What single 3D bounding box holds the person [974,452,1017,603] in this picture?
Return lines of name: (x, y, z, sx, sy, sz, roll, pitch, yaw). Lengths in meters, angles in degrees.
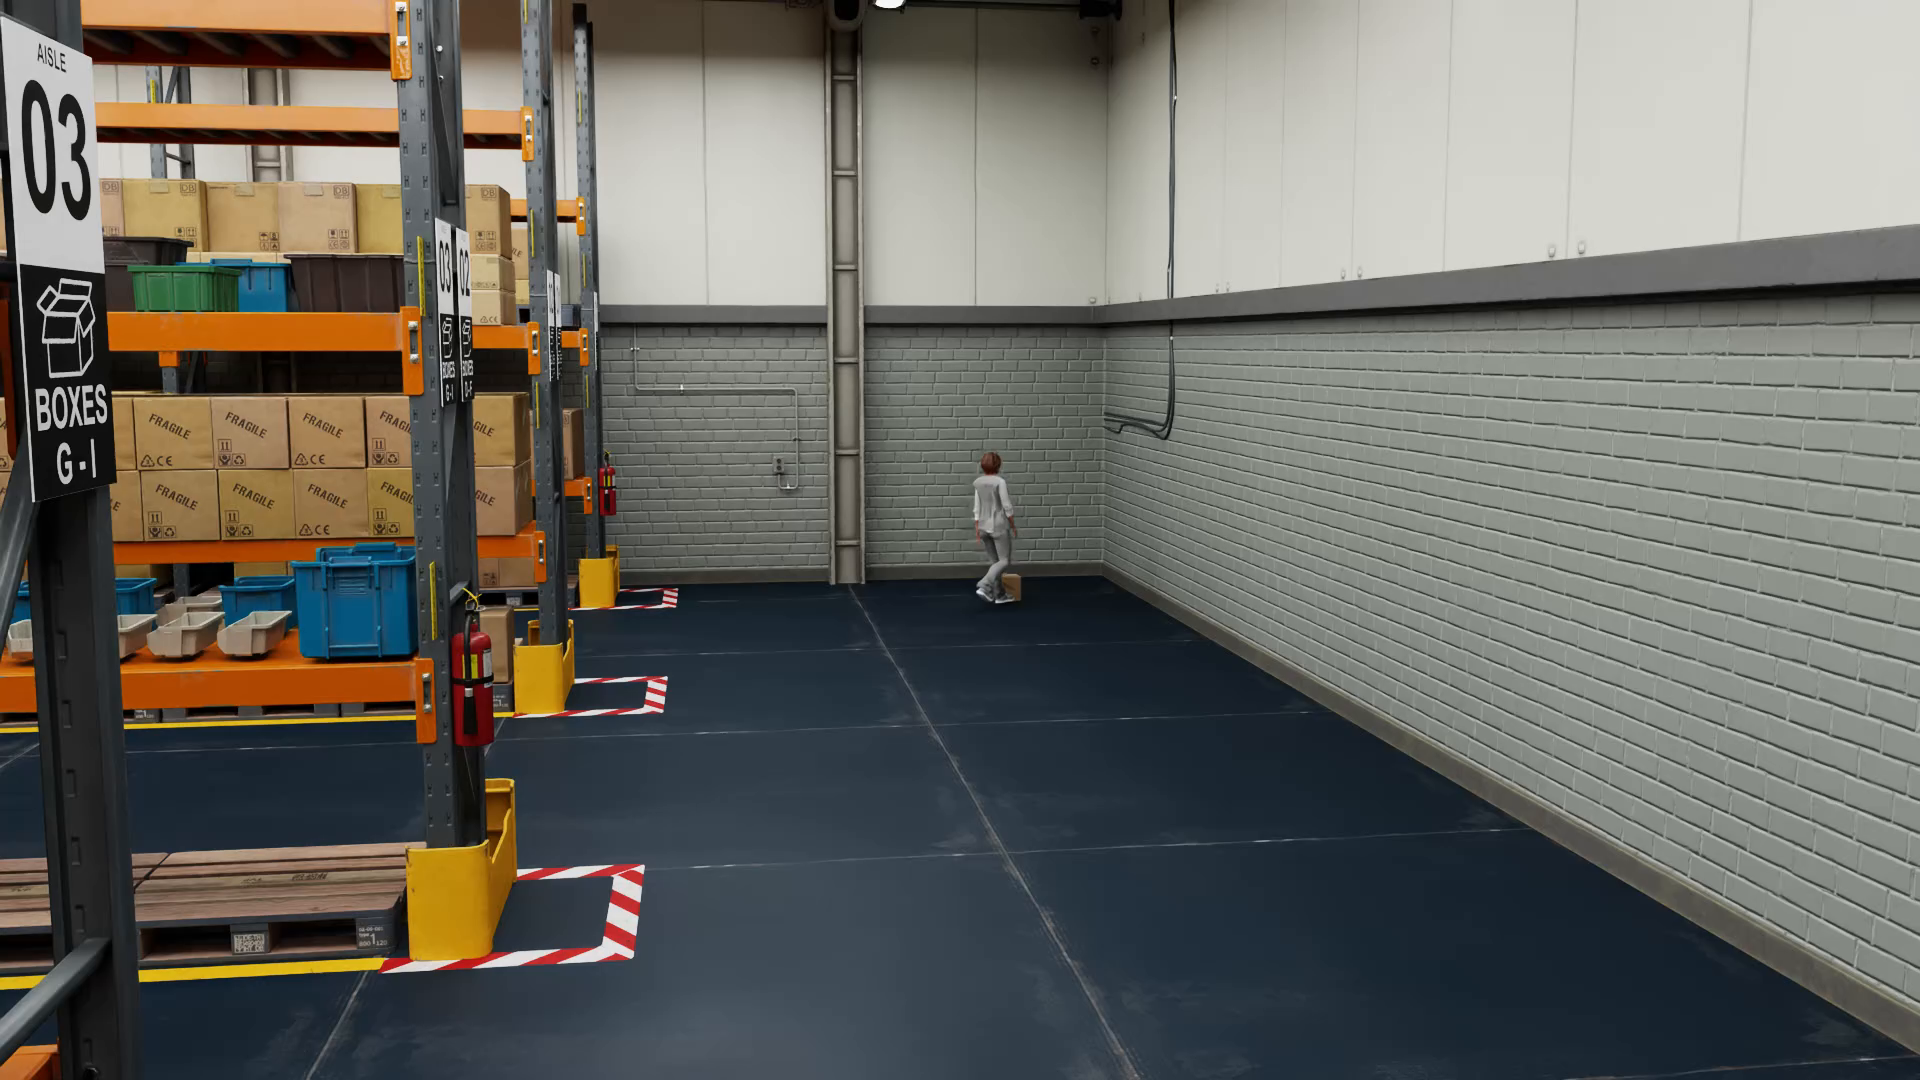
person: (0.360, -0.101, 16.908, 0.427, 1.557, 0.763, 6, 9, 40)
